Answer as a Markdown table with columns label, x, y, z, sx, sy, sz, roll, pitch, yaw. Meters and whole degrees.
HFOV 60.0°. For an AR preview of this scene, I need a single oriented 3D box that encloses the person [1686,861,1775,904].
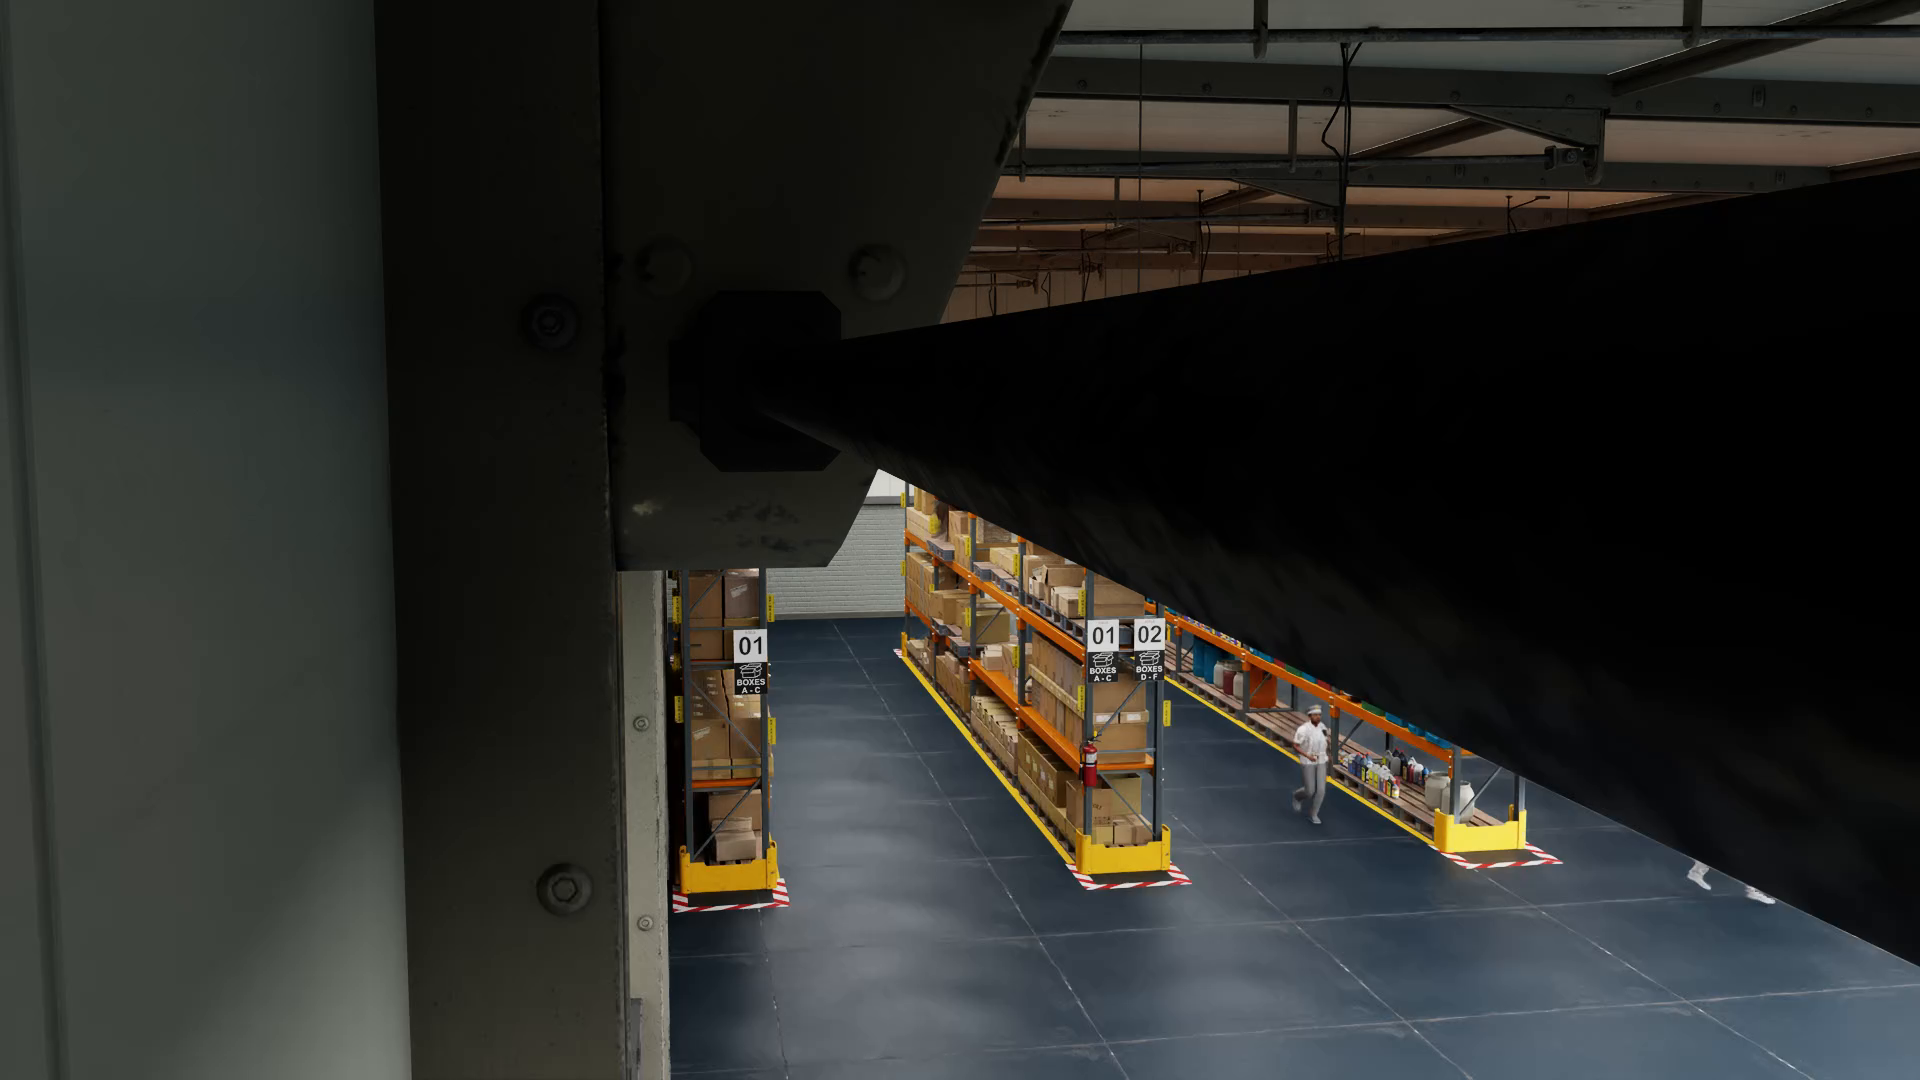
| label | x | y | z | sx | sy | sz | roll | pitch | yaw |
| --- | --- | --- | --- | --- | --- | --- | --- | --- | --- |
| person | 9.182 | 3.379 | 19.736 | 0.960 | 1.772 | 0.693 | 2 | 6 | 17 |

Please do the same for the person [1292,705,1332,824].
| label | x | y | z | sx | sy | sz | roll | pitch | yaw |
| --- | --- | --- | --- | --- | --- | --- | --- | --- | --- |
| person | 4.920 | 3.102 | 23.231 | 0.572 | 1.653 | 0.617 | -2 | 6 | -20 |

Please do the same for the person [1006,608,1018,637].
| label | x | y | z | sx | sy | sz | roll | pitch | yaw |
| --- | --- | --- | --- | --- | --- | --- | --- | --- | --- |
| person | 1.190 | 1.754 | 36.272 | 0.608 | 1.715 | 0.795 | -3 | 7 | -26 |
